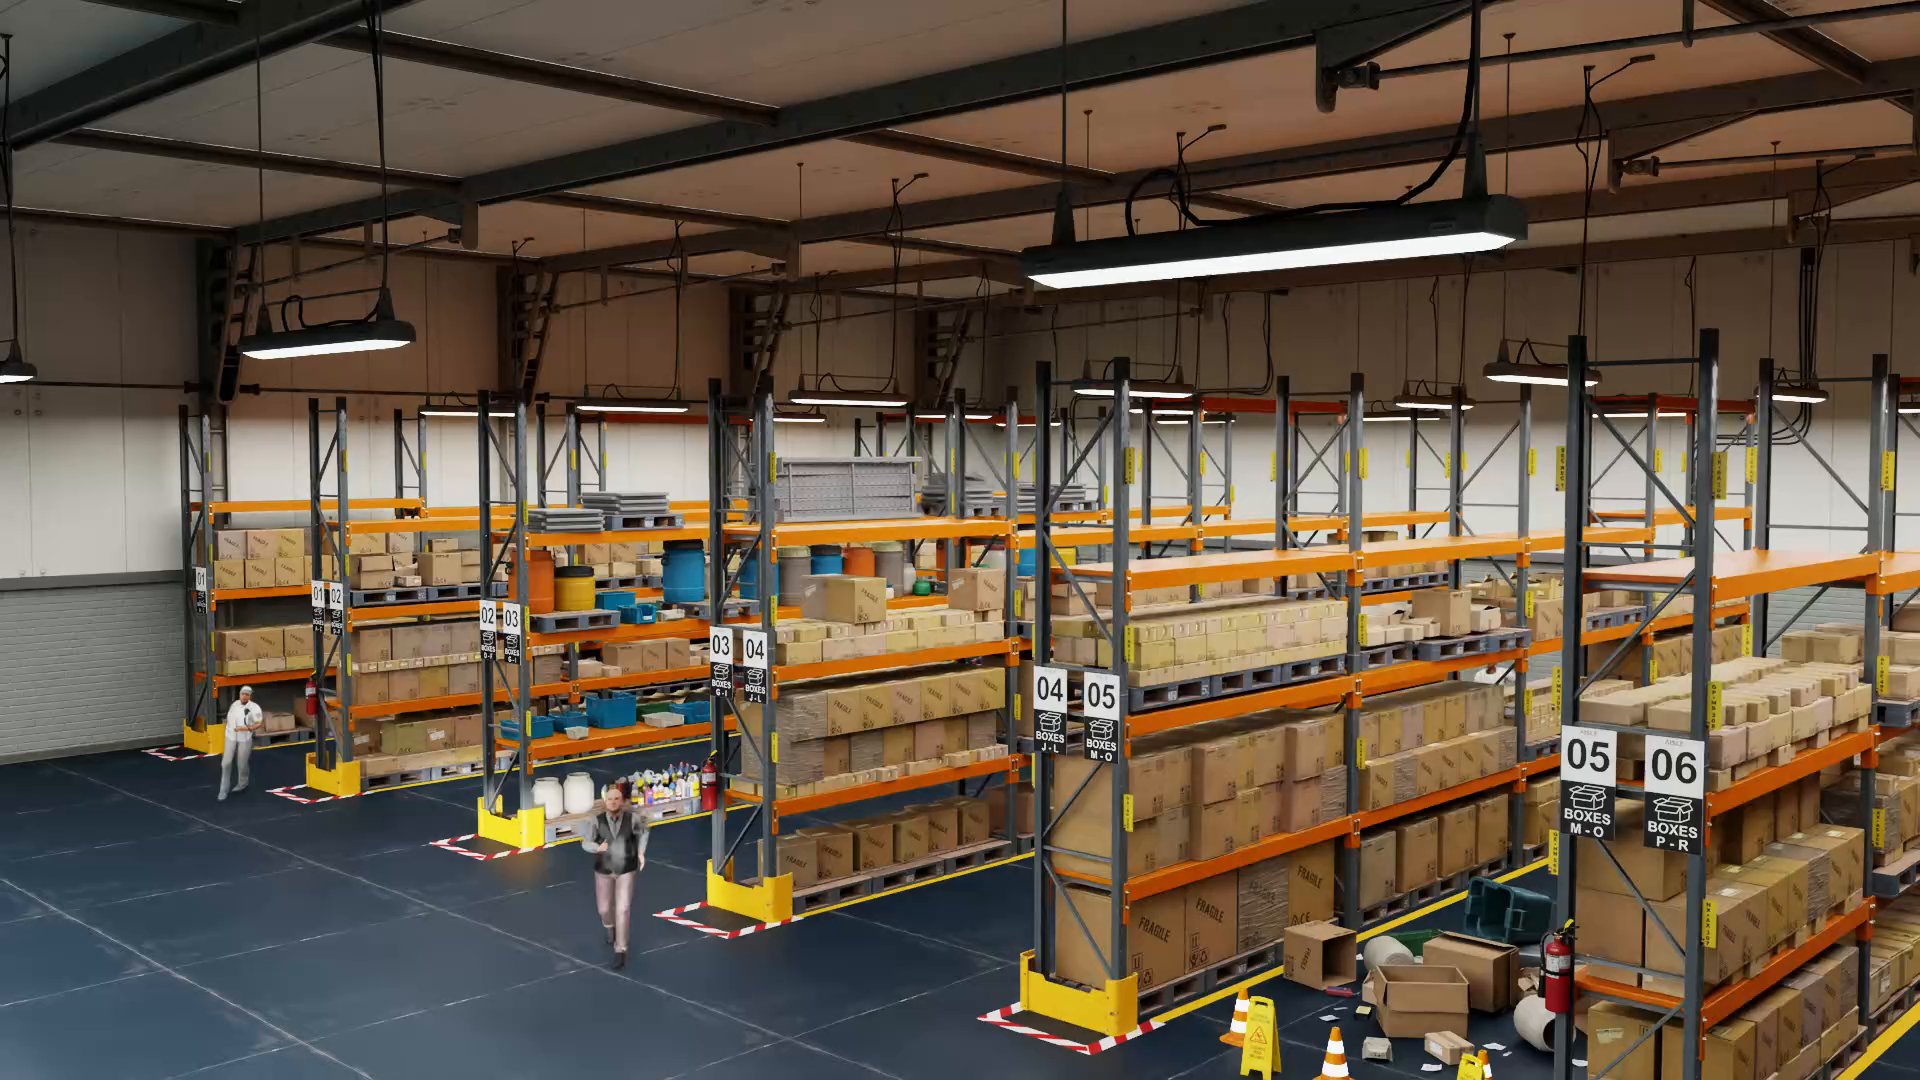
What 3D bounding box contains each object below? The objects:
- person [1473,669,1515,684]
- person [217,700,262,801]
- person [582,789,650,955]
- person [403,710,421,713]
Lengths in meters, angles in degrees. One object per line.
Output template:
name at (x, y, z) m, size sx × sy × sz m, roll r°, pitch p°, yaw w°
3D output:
person at (9.031, 2.923, 28.234) m, size 0.656 × 1.506 × 0.863 m, roll 3°, pitch 4°, yaw 41°
person at (-10.796, 3.143, 25.042) m, size 0.602 × 1.491 × 0.700 m, roll 0°, pitch 3°, yaw -6°
person at (-3.515, 3.353, 16.990) m, size 0.658 × 1.641 × 0.814 m, roll 0°, pitch 3°, yaw -6°
person at (-9.487, 2.778, 28.658) m, size 0.715 × 1.754 × 0.554 m, roll 2°, pitch 4°, yaw 34°
